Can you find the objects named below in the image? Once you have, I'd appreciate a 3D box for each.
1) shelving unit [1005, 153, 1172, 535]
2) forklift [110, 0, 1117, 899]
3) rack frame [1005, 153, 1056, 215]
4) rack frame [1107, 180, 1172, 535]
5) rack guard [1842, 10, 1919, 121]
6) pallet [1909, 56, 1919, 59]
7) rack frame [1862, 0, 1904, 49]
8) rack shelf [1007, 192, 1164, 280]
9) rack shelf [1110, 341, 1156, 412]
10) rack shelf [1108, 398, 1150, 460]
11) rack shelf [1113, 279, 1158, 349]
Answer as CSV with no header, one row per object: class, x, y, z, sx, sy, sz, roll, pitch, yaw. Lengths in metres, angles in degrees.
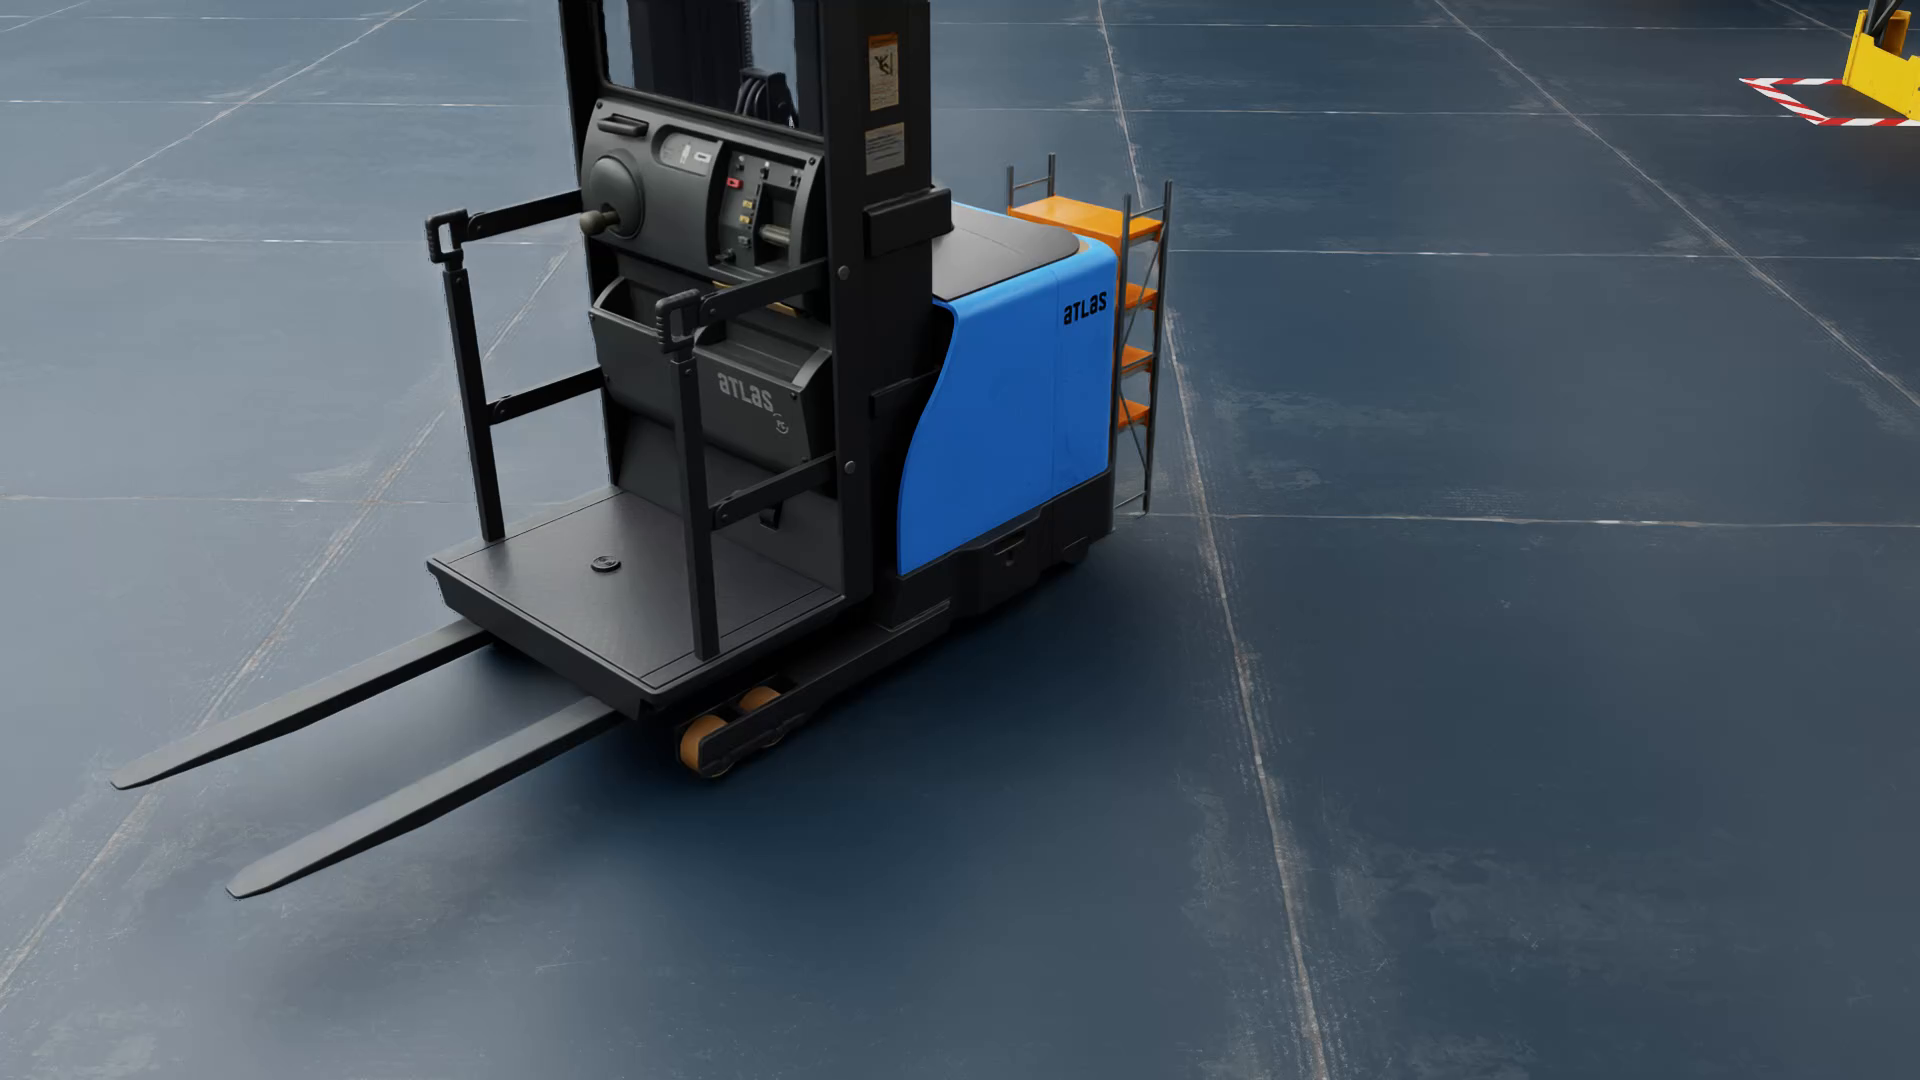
shelving unit,0.415,-0.670,5.728,0.503,1.200,0.258,23,35,36
forklift,-0.855,-0.918,4.353,1.130,2.935,3.031,23,36,37
rack frame,0.234,-0.747,5.873,0.015,1.200,0.240,23,35,36
rack frame,0.596,-0.593,5.583,0.015,1.200,0.240,23,35,36
rack guard,6.480,-3.244,11.336,0.348,0.500,1.175,1,28,2
pallet,7.290,-3.087,11.347,1.213,0.211,1.003,1,28,2
rack frame,6.404,-4.350,10.753,0.127,3.000,1.000,1,28,2
rack shelf,0.419,-1.019,5.548,0.480,0.148,0.258,23,35,36
rack shelf,0.414,-0.610,5.759,0.480,0.148,0.258,23,35,36
rack shelf,0.412,-0.434,5.850,0.480,0.148,0.258,23,35,36
rack shelf,0.417,-0.809,5.657,0.480,0.148,0.258,23,35,36
